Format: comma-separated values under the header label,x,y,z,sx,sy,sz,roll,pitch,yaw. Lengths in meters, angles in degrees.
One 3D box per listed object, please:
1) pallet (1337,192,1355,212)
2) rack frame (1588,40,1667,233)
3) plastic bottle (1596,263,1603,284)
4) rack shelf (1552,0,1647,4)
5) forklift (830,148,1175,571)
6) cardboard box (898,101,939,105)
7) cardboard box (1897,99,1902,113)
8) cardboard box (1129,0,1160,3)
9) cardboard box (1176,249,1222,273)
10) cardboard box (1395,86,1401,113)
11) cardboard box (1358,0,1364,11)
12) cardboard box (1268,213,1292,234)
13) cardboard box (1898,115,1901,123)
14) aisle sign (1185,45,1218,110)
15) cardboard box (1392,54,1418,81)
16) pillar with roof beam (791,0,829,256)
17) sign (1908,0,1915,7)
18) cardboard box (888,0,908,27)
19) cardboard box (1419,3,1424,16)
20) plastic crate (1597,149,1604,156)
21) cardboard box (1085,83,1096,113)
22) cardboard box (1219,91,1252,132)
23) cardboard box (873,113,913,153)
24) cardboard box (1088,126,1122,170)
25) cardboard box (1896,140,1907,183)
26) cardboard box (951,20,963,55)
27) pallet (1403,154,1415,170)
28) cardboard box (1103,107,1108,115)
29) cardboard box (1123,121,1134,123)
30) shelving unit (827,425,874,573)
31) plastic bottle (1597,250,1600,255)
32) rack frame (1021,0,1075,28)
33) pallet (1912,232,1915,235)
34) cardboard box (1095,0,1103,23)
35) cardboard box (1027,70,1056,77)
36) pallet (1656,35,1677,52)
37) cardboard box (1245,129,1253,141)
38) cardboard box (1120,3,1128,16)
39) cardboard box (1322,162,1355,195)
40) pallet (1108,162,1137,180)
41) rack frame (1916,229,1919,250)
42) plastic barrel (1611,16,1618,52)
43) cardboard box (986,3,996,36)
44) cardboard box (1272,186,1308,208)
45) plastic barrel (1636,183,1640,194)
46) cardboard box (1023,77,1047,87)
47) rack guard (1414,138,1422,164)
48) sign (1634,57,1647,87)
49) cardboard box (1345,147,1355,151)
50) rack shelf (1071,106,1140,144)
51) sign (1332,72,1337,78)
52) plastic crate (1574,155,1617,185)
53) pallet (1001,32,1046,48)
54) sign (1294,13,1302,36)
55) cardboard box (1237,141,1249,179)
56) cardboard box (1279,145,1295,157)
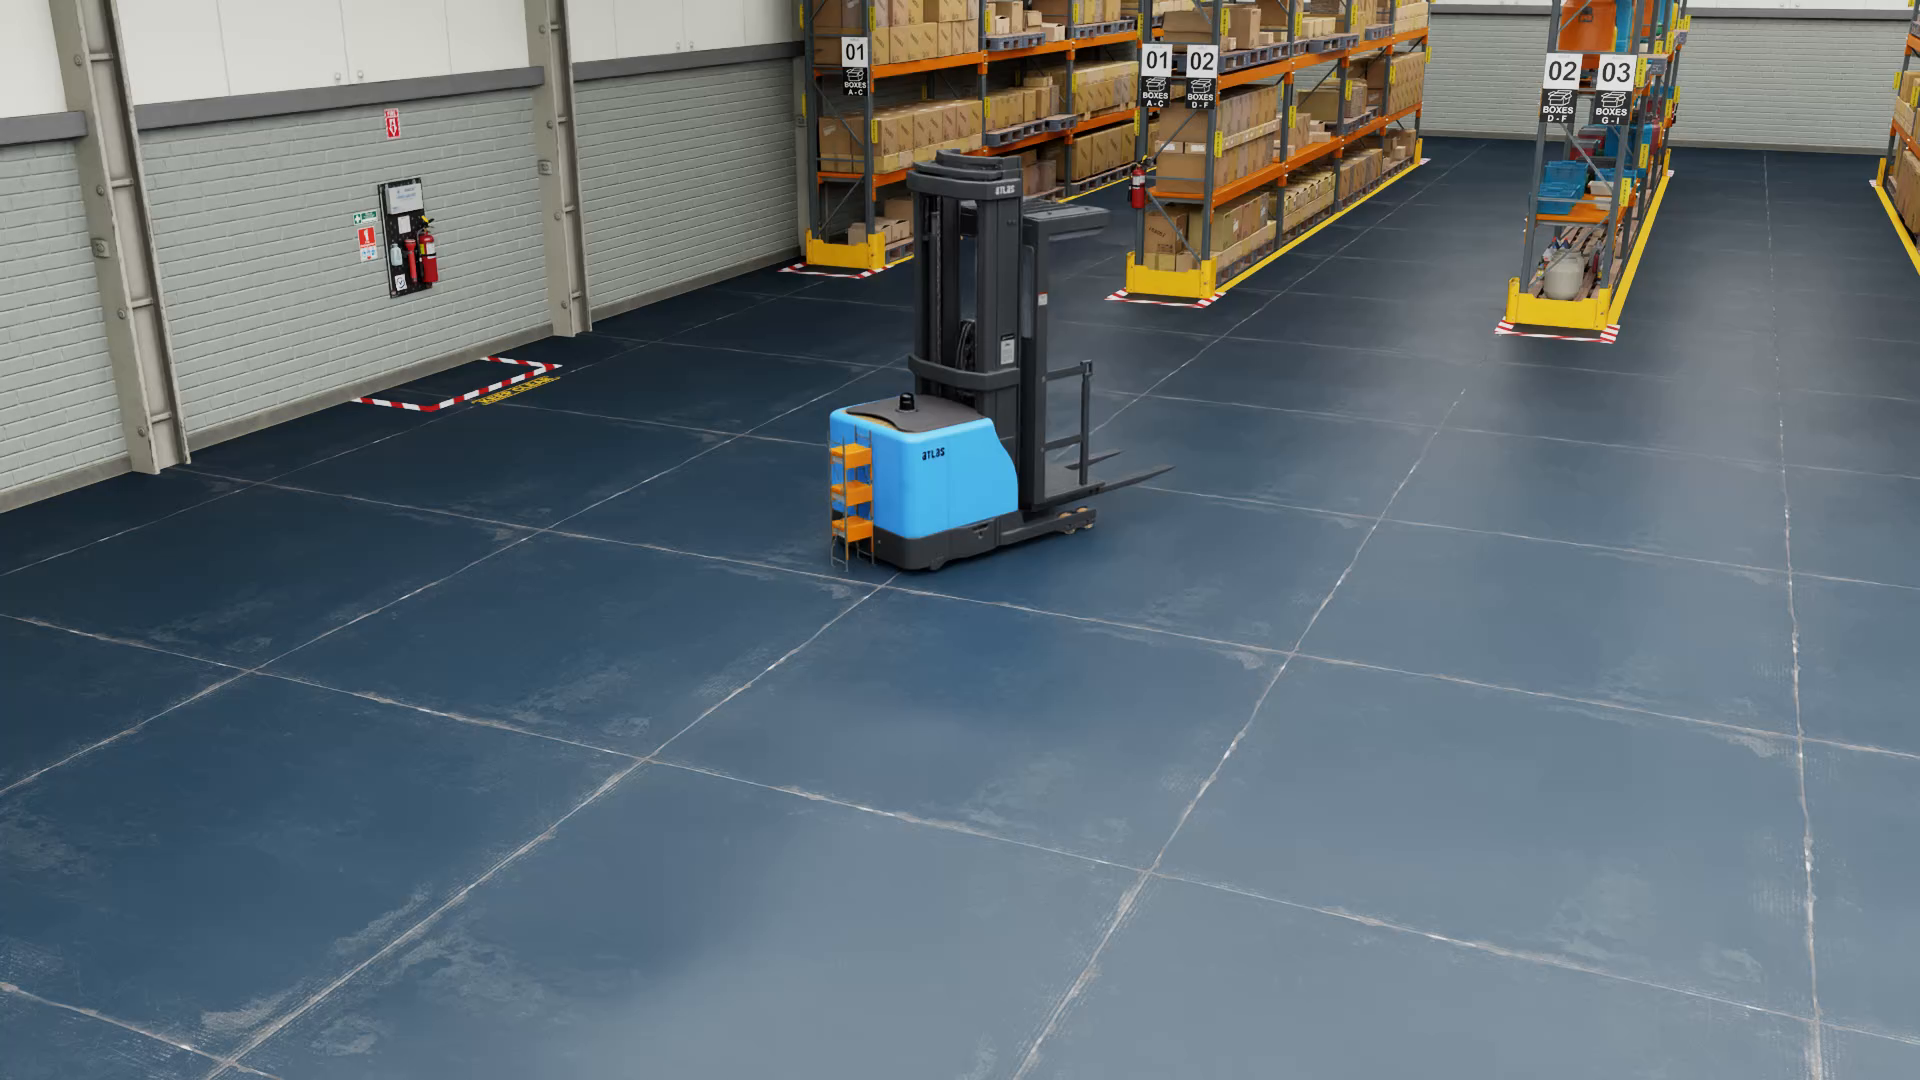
label,x,y,z,sx,sy,sz,roll,pitch,yaw
pallet,6.437,-6.080,29.751,1.003,0.211,1.213,9,21,23
rack frame,10.614,-6.490,26.743,1.000,3.000,0.127,9,21,23
plastic bottle,8.365,-3.478,21.688,0.097,0.271,0.097,0,20,0
rack shelf,8.157,-6.955,20.767,1.077,0.370,4.000,9,21,23
forklift,0.452,-1.546,12.941,3.031,2.935,1.130,-16,25,-38
cardboard box,-0.661,-6.646,26.256,0.500,0.500,0.500,8,21,22
cardboard box,17.759,-8.056,30.926,0.500,0.250,0.500,8,21,22
cardboard box,3.761,-11.193,33.818,0.500,0.500,0.500,8,21,22
cardboard box,3.243,-3.761,22.546,0.500,0.250,0.500,9,21,23
cardboard box,8.399,-8.717,32.853,0.500,0.500,0.500,9,21,24
cardboard box,6.917,-9.547,29.937,0.600,0.600,0.600,8,21,21
cardboard box,4.850,-4.940,25.860,0.500,0.250,0.500,8,21,21
cardboard box,17.543,-7.760,30.688,0.380,0.149,0.250,8,21,22
aisle sign,3.073,-5.888,21.170,0.394,0.787,0.004,9,21,23
cardboard box,9.027,-9.648,33.978,0.500,0.500,0.500,9,22,24
pillar with roof beam,1.725,-7.973,21.958,9.100,9.000,0.400,9,21,23
sign,17.905,-10.197,31.265,0.100,0.325,0.005,9,21,23
cardboard box,-1.069,-7.576,23.647,0.500,0.500,0.500,8,21,22
cardboard box,9.190,-10.850,34.002,0.500,0.250,0.500,9,21,23
plastic crate,9.432,-5.739,24.946,0.450,0.188,0.662,9,21,23
cardboard box,2.231,-8.319,31.260,0.500,0.500,0.500,9,22,24
cardboard box,3.666,-6.010,23.306,0.700,0.500,0.500,9,21,23
cardboard box,-1.019,-5.951,24.300,0.500,0.500,0.500,9,21,23
cardboard box,2.705,-7.769,32.919,0.750,0.750,0.750,9,22,24
cardboard box,17.847,-6.968,30.631,0.875,0.875,0.875,9,21,23
cardboard box,-0.262,-7.756,25.645,0.500,0.500,0.500,7,21,18
pallet,9.016,-8.036,35.250,1.003,0.211,1.213,9,21,23
cardboard box,2.654,-8.359,32.343,0.380,0.149,0.250,9,22,24
cardboard box,3.694,-8.838,35.479,0.380,0.149,0.250,8,21,21
shelving unit,-0.802,-0.301,12.249,0.252,1.050,0.215,-16,25,-38
plastic bottle,8.660,-3.808,22.596,0.061,0.283,0.133,9,21,23
rack frame,1.576,-10.676,29.560,1.000,3.000,0.127,9,21,23
pallet,16.025,-5.099,26.992,1.003,0.211,1.213,9,21,23
cardboard box,2.320,-10.163,31.787,0.700,0.500,0.500,9,21,23
cardboard box,1.525,-8.574,30.859,0.500,0.250,0.500,9,22,24
pallet,11.016,-8.035,26.891,1.003,0.211,1.213,9,21,23
cardboard box,3.915,-5.719,23.456,0.380,0.149,0.250,9,22,24
cardboard box,3.280,-10.902,34.117,0.500,0.250,0.500,9,21,23
cardboard box,6.753,-6.462,29.735,0.500,0.500,0.500,8,21,21
pallet,2.966,-7.513,33.778,1.003,0.211,1.213,9,21,23
rack frame,15.133,-5.811,24.832,1.000,3.000,0.127,9,21,23
plastic barrel,7.689,-6.111,20.290,0.600,0.588,0.600,0,20,0
cardboard box,0.235,-8.441,26.976,0.500,0.500,0.500,12,23,30
cardboard box,5.276,-5.518,26.648,0.500,0.311,0.500,8,21,21
plastic barrel,11.724,-6.542,29.392,0.600,0.901,0.708,9,21,23
cardboard box,1.343,-8.200,29.775,0.380,0.149,0.250,5,20,14
rack guard,9.341,-8.416,35.887,1.175,0.500,0.348,9,21,23
sign,7.838,-5.386,19.146,0.100,0.325,0.005,9,21,23
cardboard box,7.314,-7.309,32.119,0.500,0.500,0.500,8,21,20
rack shelf,2.395,-8.122,32.405,1.077,0.370,4.000,9,21,23
sign,7.236,-8.874,32.153,0.100,0.325,0.005,9,21,23
plastic crate,8.646,-5.096,22.914,0.767,0.338,0.504,9,21,23
pallet,0.710,-8.443,28.038,1.213,0.211,1.003,9,21,23
sign,4.965,-7.567,24.403,0.100,0.325,0.005,9,21,23
cardboard box,3.655,-5.387,23.492,0.700,0.500,0.500,9,22,24
cardboard box,5.008,-6.073,25.943,0.380,0.149,0.250,9,21,23
